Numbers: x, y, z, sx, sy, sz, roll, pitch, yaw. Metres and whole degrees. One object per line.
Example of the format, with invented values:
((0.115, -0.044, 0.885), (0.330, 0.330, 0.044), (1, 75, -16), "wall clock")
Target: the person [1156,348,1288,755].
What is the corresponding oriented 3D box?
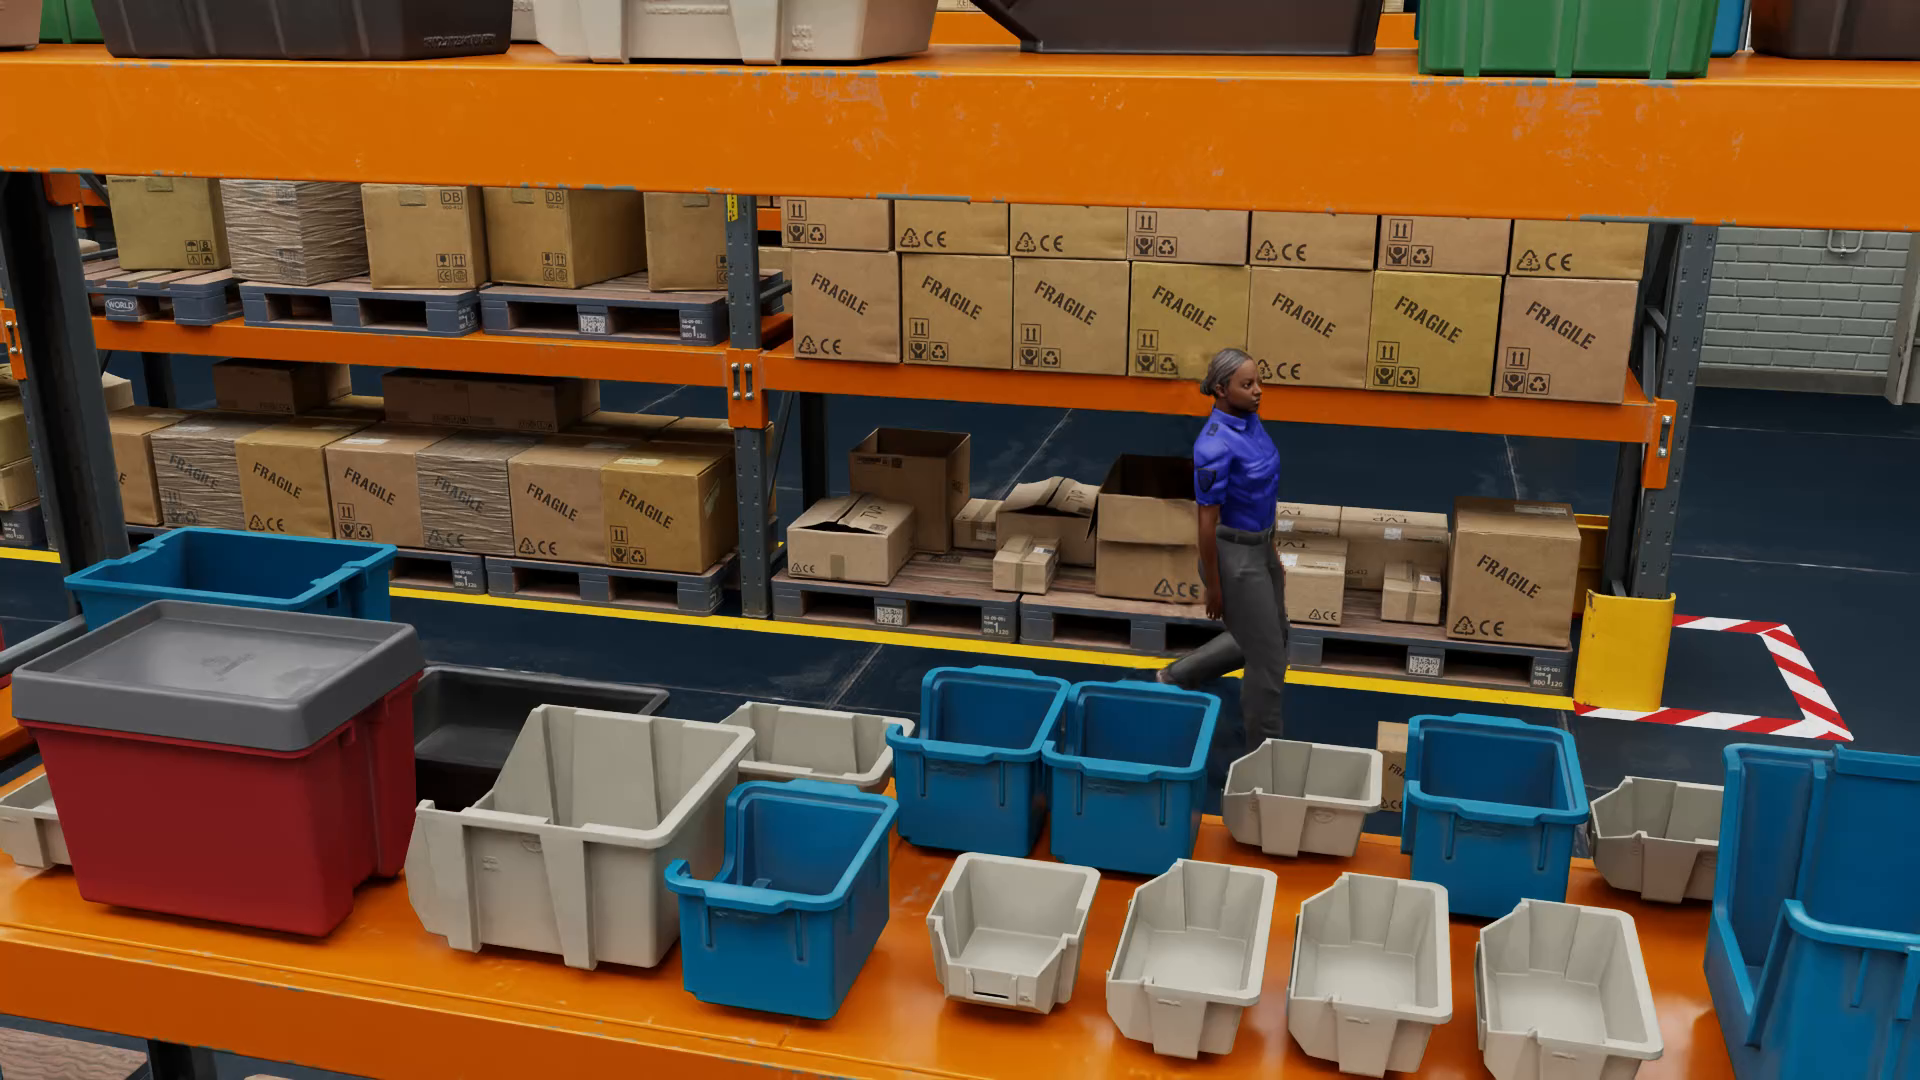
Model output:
((1.072, 0.085, 6.258), (0.755, 1.625, 0.458), (9, 20, 24), "person")
